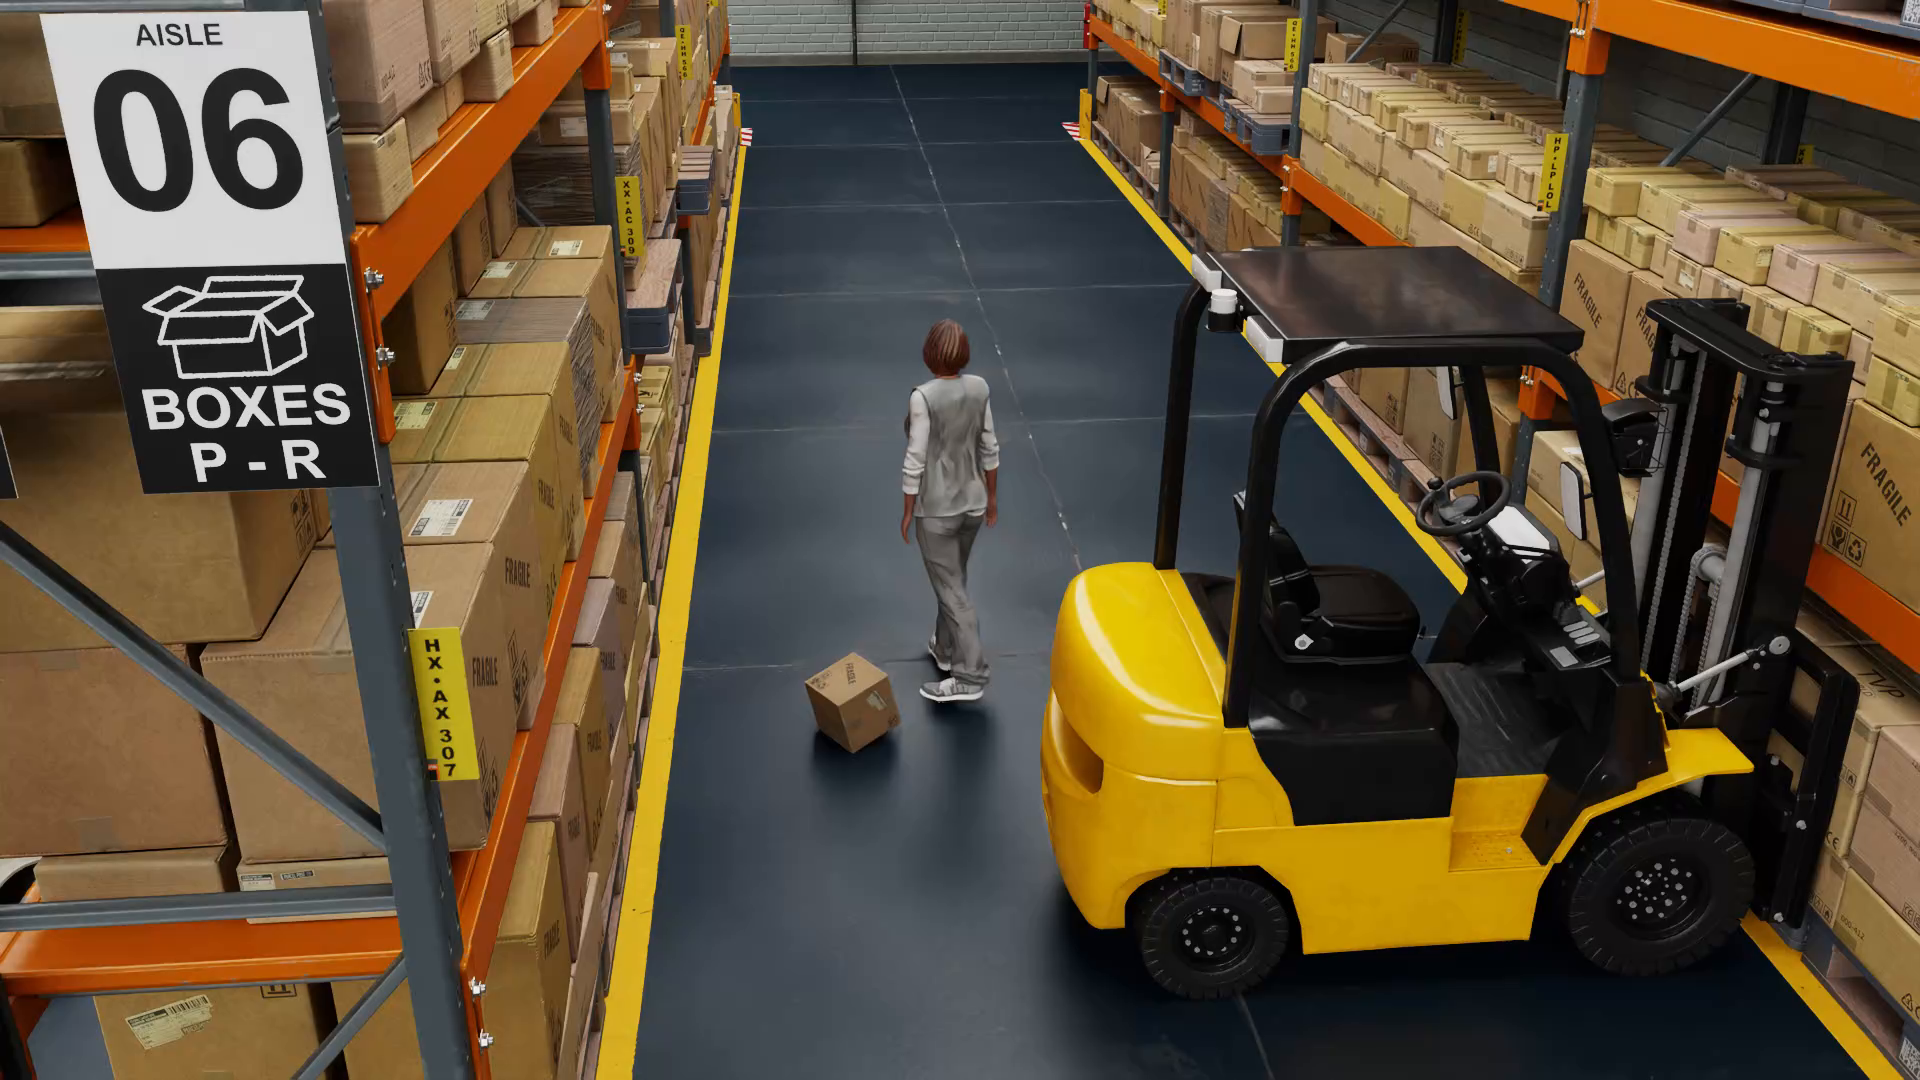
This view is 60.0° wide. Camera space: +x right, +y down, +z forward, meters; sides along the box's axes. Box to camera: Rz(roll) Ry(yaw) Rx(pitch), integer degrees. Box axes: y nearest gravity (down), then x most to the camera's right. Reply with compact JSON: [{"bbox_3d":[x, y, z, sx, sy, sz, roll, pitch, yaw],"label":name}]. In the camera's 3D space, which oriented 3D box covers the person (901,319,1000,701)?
[{"bbox_3d":[-0.040,-0.128,6.893,0.475,1.583,0.561,-19,30,-36],"label":"person"}]
